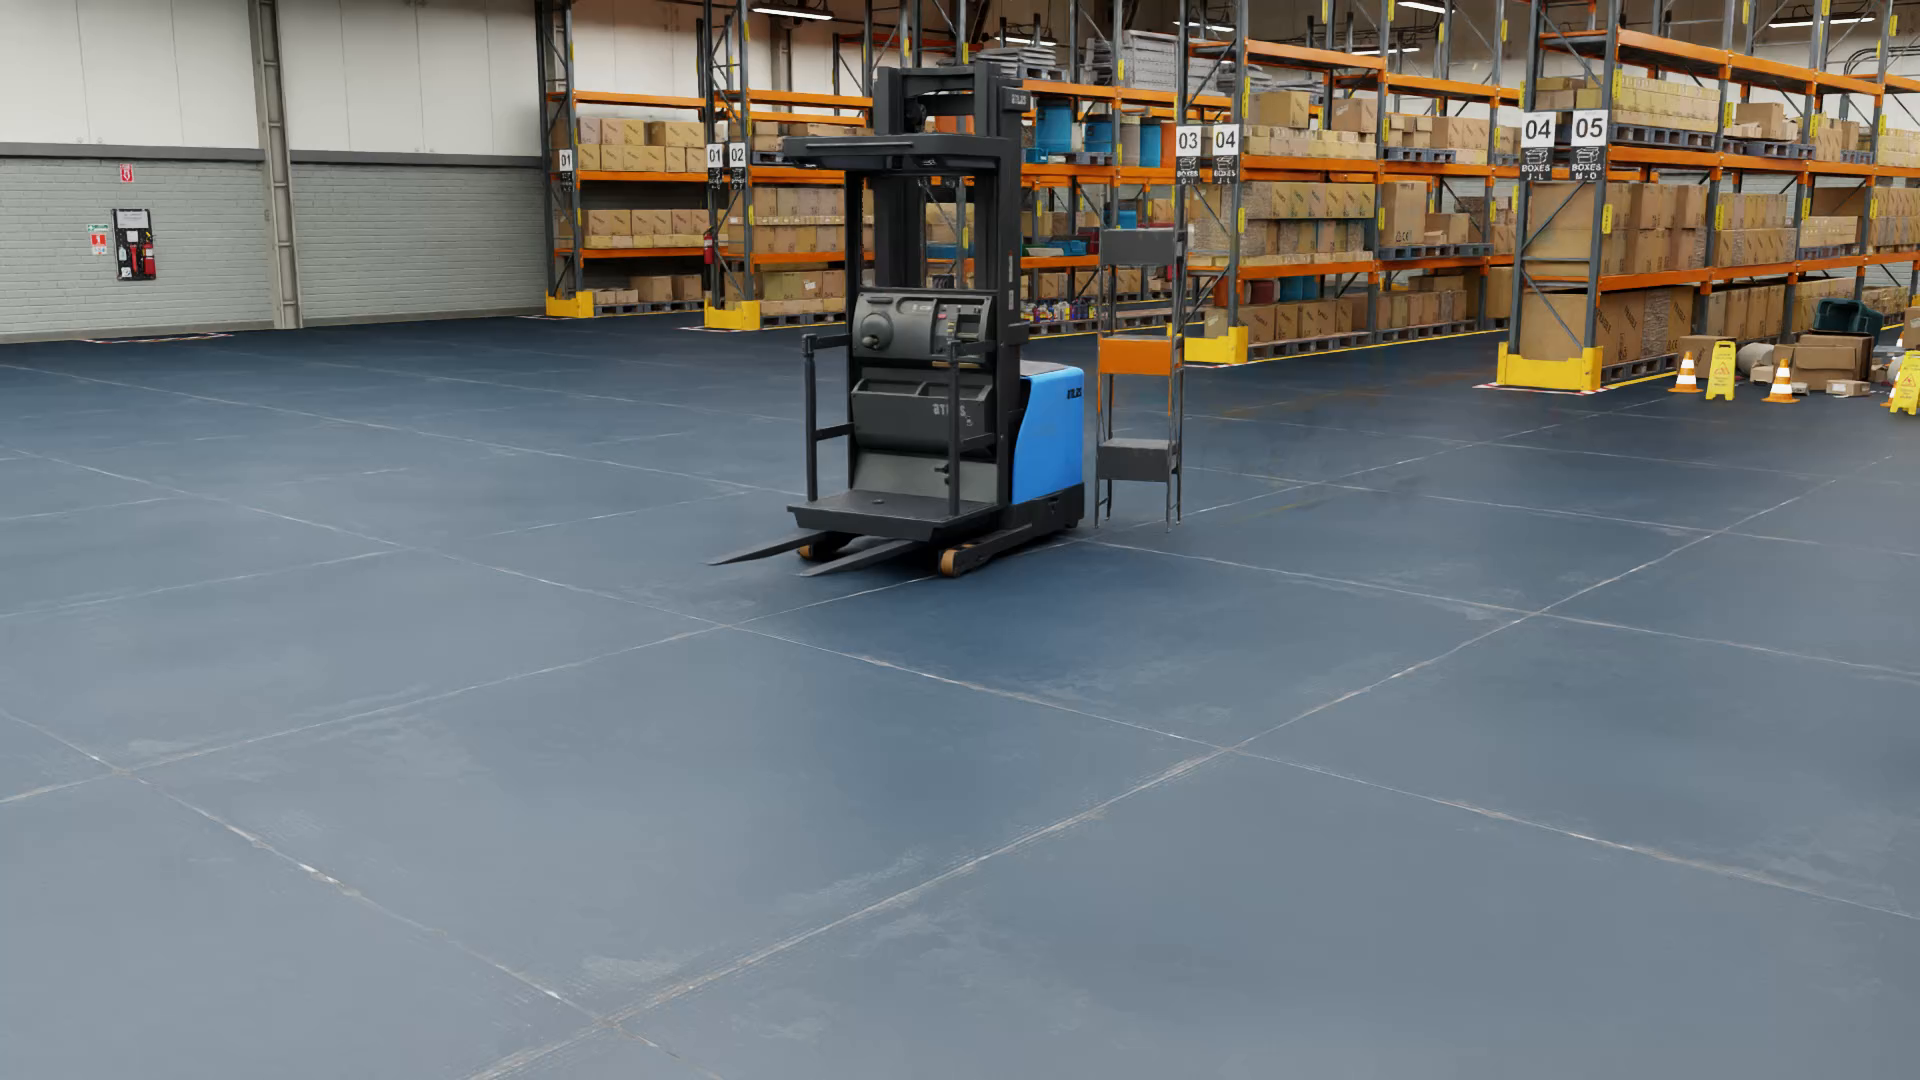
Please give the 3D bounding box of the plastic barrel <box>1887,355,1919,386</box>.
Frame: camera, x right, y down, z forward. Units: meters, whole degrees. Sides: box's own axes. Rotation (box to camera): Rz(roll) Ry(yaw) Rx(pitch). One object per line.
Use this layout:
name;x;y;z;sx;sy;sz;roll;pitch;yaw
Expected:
plastic barrel;11.066;-1.926;19.274;0.421;0.421;0.512;-2;11;-9

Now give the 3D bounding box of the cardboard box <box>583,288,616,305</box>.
cardboard box;-7.242;-4.880;33.226;0.500;0.311;0.500;8;14;34

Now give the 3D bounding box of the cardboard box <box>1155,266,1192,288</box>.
cardboard box;5.115;-6.287;39.778;0.797;0.503;0.637;10;15;40

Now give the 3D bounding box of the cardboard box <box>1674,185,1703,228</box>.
cardboard box;9.150;-4.361;21.746;0.875;0.550;0.550;10;15;40

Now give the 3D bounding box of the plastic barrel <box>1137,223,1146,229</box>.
plastic barrel;3.112;-5.379;29.637;0.433;0.535;0.433;0;11;0

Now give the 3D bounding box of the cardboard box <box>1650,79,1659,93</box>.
cardboard box;8.186;-5.466;20.040;0.380;0.149;0.250;9;15;39

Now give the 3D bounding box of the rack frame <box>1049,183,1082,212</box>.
rack frame;2.795;-8.246;44.340;1.000;3.000;0.127;10;15;40

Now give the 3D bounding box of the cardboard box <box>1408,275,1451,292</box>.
cardboard box;7.915;-4.324;28.046;0.500;0.250;0.500;-10;15;-41

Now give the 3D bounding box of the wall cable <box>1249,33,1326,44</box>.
wall cable;8.829;-12.578;45.746;3.097;2.526;0.112;10;15;40

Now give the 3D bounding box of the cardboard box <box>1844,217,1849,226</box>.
cardboard box;14.509;-5.293;27.605;0.380;0.149;0.250;9;15;39

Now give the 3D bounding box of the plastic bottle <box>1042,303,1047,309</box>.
plastic bottle;1.466;-3.976;28.801;0.097;0.271;0.097;0;11;0

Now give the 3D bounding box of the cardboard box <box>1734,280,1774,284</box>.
cardboard box;12.590;-3.974;26.346;0.500;0.250;0.500;9;15;39

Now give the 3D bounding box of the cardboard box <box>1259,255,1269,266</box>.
cardboard box;4.119;-3.928;23.361;0.380;0.149;0.250;10;15;40

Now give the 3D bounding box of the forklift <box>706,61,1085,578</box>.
forklift;-0.334;-1.320;9.836;1.130;2.935;3.031;6;13;29

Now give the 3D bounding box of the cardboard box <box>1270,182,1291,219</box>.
cardboard box;4.299;-4.775;23.390;0.500;0.500;0.500;10;15;40

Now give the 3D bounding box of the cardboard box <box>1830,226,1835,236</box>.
cardboard box;13.995;-5.031;27.049;0.380;0.149;0.250;10;15;41

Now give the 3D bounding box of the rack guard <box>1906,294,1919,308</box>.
rack guard;17.567;-4.432;31.624;1.175;0.500;0.348;10;15;40

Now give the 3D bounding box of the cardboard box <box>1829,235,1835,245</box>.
cardboard box;14.005;-4.887;27.090;0.380;0.149;0.250;11;15;43

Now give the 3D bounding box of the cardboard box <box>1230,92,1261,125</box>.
cardboard box;4.229;-6.143;23.859;0.500;0.500;0.500;10;15;40

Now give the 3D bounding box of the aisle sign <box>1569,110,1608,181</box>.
aisle sign;7.234;-4.541;19.149;0.394;0.787;0.004;10;15;40

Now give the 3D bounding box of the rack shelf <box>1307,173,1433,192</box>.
rack shelf;8.917;-7.789;36.230;1.077;0.370;4.000;10;15;40

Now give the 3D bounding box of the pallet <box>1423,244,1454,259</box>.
pallet;7.401;-4.757;27.362;1.003;0.211;1.213;10;15;40

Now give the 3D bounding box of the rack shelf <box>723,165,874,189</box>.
rack shelf;-2.723;-6.665;30.600;1.077;0.370;4.000;10;15;40

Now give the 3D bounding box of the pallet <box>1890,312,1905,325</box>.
pallet;17.004;-4.175;31.077;1.003;0.211;1.213;10;15;40

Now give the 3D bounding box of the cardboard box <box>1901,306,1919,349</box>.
cardboard box;12.124;-2.650;20.767;0.500;0.500;0.500;10;15;40

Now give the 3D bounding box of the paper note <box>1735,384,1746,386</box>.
paper note;9.338;-1.863;19.966;0.142;0.017;0.144;-6;13;-28

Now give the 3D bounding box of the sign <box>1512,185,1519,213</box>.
sign;6.657;-4.071;19.875;0.100;0.325;0.005;10;15;40

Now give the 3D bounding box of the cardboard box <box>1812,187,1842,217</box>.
cardboard box;15.083;-5.870;28.874;0.500;0.500;0.500;9;14;38

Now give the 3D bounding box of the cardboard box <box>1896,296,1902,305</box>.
cardboard box;17.141;-4.431;30.687;0.380;0.149;0.250;9;14;38

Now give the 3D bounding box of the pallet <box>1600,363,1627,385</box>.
pallet;7.524;-2.075;20.562;1.003;0.211;1.213;10;15;40

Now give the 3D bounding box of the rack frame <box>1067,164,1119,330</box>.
rack frame;2.316;-5.200;29.087;1.000;3.000;0.127;10;15;40

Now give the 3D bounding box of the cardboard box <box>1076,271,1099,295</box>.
cardboard box;2.770;-5.678;36.738;0.500;0.500;0.500;9;14;38

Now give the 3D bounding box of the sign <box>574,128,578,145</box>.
sign;-7.359;-7.722;31.824;0.100;0.325;0.005;10;15;40

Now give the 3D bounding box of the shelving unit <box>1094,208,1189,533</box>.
shelving unit;1.198;-1.127;10.991;0.503;2.100;0.431;4;12;18

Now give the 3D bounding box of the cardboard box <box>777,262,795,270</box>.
cardboard box;-4.024;-6.091;36.894;0.500;0.250;0.500;9;15;39

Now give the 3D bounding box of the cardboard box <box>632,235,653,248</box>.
cardboard box;-6.533;-6.012;33.484;0.500;0.250;0.500;9;15;39

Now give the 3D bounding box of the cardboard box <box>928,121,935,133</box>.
cardboard box;-0.607;-7.984;32.766;0.500;0.500;0.500;-10;15;-42

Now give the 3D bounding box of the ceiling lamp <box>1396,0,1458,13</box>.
ceiling lamp;9.148;-11.697;31.395;0.800;3.185;2.000;10;15;40

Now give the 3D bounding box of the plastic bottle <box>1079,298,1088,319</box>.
plastic bottle;2.107;-3.985;28.643;0.144;0.351;0.185;9;15;39

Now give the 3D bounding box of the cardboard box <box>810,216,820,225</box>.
cardboard box;-2.774;-5.839;30.377;0.380;0.149;0.250;10;15;40

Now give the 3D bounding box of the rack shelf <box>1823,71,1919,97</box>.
rack shelf;16.297;-7.962;29.446;1.077;0.370;4.000;10;15;40

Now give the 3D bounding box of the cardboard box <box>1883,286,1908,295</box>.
cardboard box;17.458;-4.658;31.061;0.380;0.149;0.250;10;15;41

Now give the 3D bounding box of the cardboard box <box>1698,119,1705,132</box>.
cardboard box;9.359;-5.336;21.424;0.380;0.149;0.250;10;15;41

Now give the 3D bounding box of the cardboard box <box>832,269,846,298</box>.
cardboard box;-2.210;-4.824;31.237;0.500;0.500;0.500;10;15;40

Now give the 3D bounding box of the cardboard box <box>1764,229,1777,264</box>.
cardboard box;11.580;-4.293;24.292;0.500;0.500;0.500;9;15;39

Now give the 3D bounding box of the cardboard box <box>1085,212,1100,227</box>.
cardboard box;2.758;-7.005;36.797;0.700;0.500;0.500;6;13;26

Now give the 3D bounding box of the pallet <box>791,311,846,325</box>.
pallet;-2.764;-4.182;31.108;1.003;0.211;1.213;10;15;40

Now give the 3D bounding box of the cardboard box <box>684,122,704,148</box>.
cardboard box;-5.609;-8.310;34.140;0.500;0.500;0.500;11;16;43

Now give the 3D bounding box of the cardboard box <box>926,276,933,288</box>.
cardboard box;-0.608;-5.075;32.978;0.500;0.311;0.500;10;15;40

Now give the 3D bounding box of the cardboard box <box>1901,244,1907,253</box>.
cardboard box;17.116;-5.350;30.481;0.380;0.149;0.250;10;15;42

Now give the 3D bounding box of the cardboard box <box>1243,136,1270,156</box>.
cardboard box;3.908;-5.406;22.843;0.500;0.250;0.500;10;15;42

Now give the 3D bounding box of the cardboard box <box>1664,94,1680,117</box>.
cardboard box;8.565;-5.374;20.596;0.500;0.250;0.500;10;15;40

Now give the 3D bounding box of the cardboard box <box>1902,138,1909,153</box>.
cardboard box;16.485;-6.988;29.486;0.500;0.250;0.500;9;14;38

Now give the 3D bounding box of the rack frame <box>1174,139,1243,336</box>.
rack frame;3.396;-3.971;22.935;1.000;3.000;0.127;10;15;40

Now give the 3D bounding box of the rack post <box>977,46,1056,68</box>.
rack post;0.931;-7.805;27.008;0.937;0.300;0.954;9;15;39
